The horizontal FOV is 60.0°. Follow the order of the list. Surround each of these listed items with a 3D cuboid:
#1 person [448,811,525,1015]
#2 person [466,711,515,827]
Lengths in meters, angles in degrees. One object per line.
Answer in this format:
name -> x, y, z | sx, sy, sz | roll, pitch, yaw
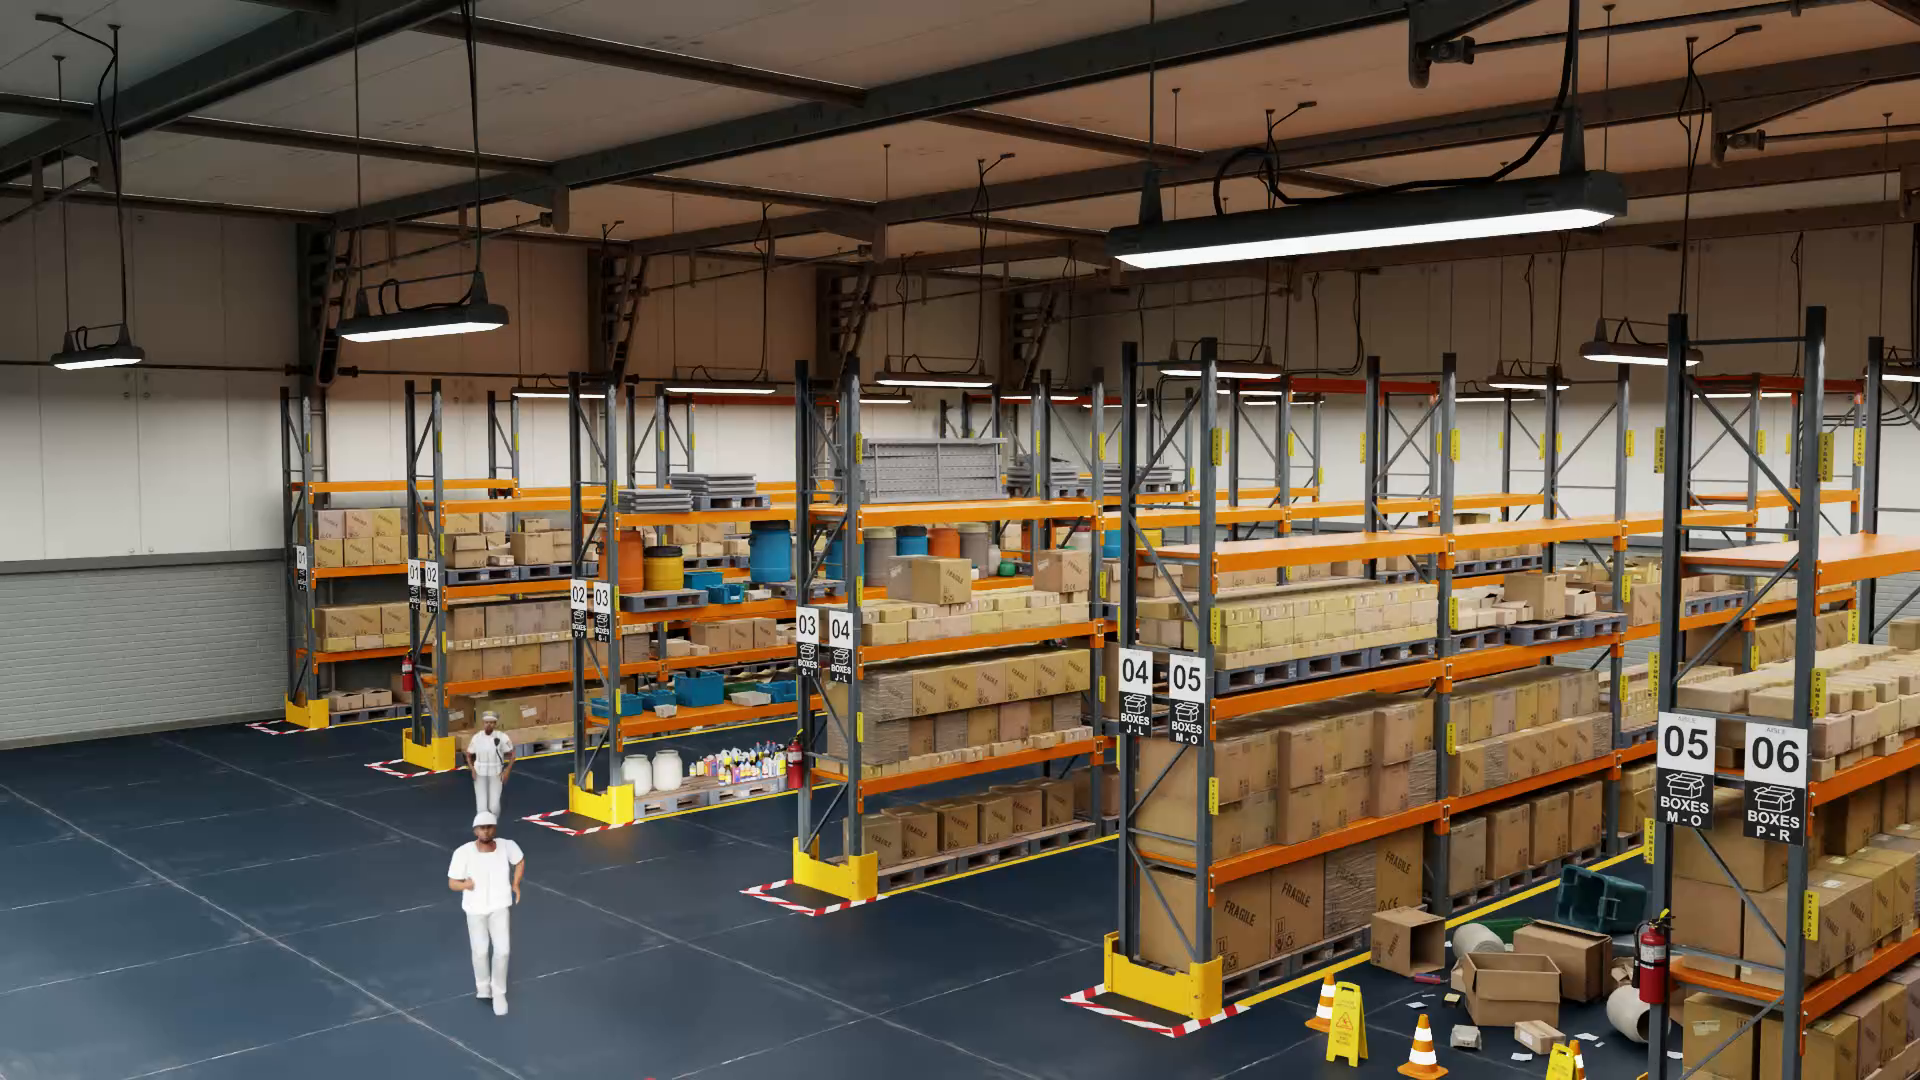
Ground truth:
person -> -4.228, 3.335, 14.901 | 0.673, 1.811, 0.706 | -1, 4, -17
person -> -5.996, 2.993, 21.251 | 0.610, 1.668, 0.567 | -1, 4, -9
